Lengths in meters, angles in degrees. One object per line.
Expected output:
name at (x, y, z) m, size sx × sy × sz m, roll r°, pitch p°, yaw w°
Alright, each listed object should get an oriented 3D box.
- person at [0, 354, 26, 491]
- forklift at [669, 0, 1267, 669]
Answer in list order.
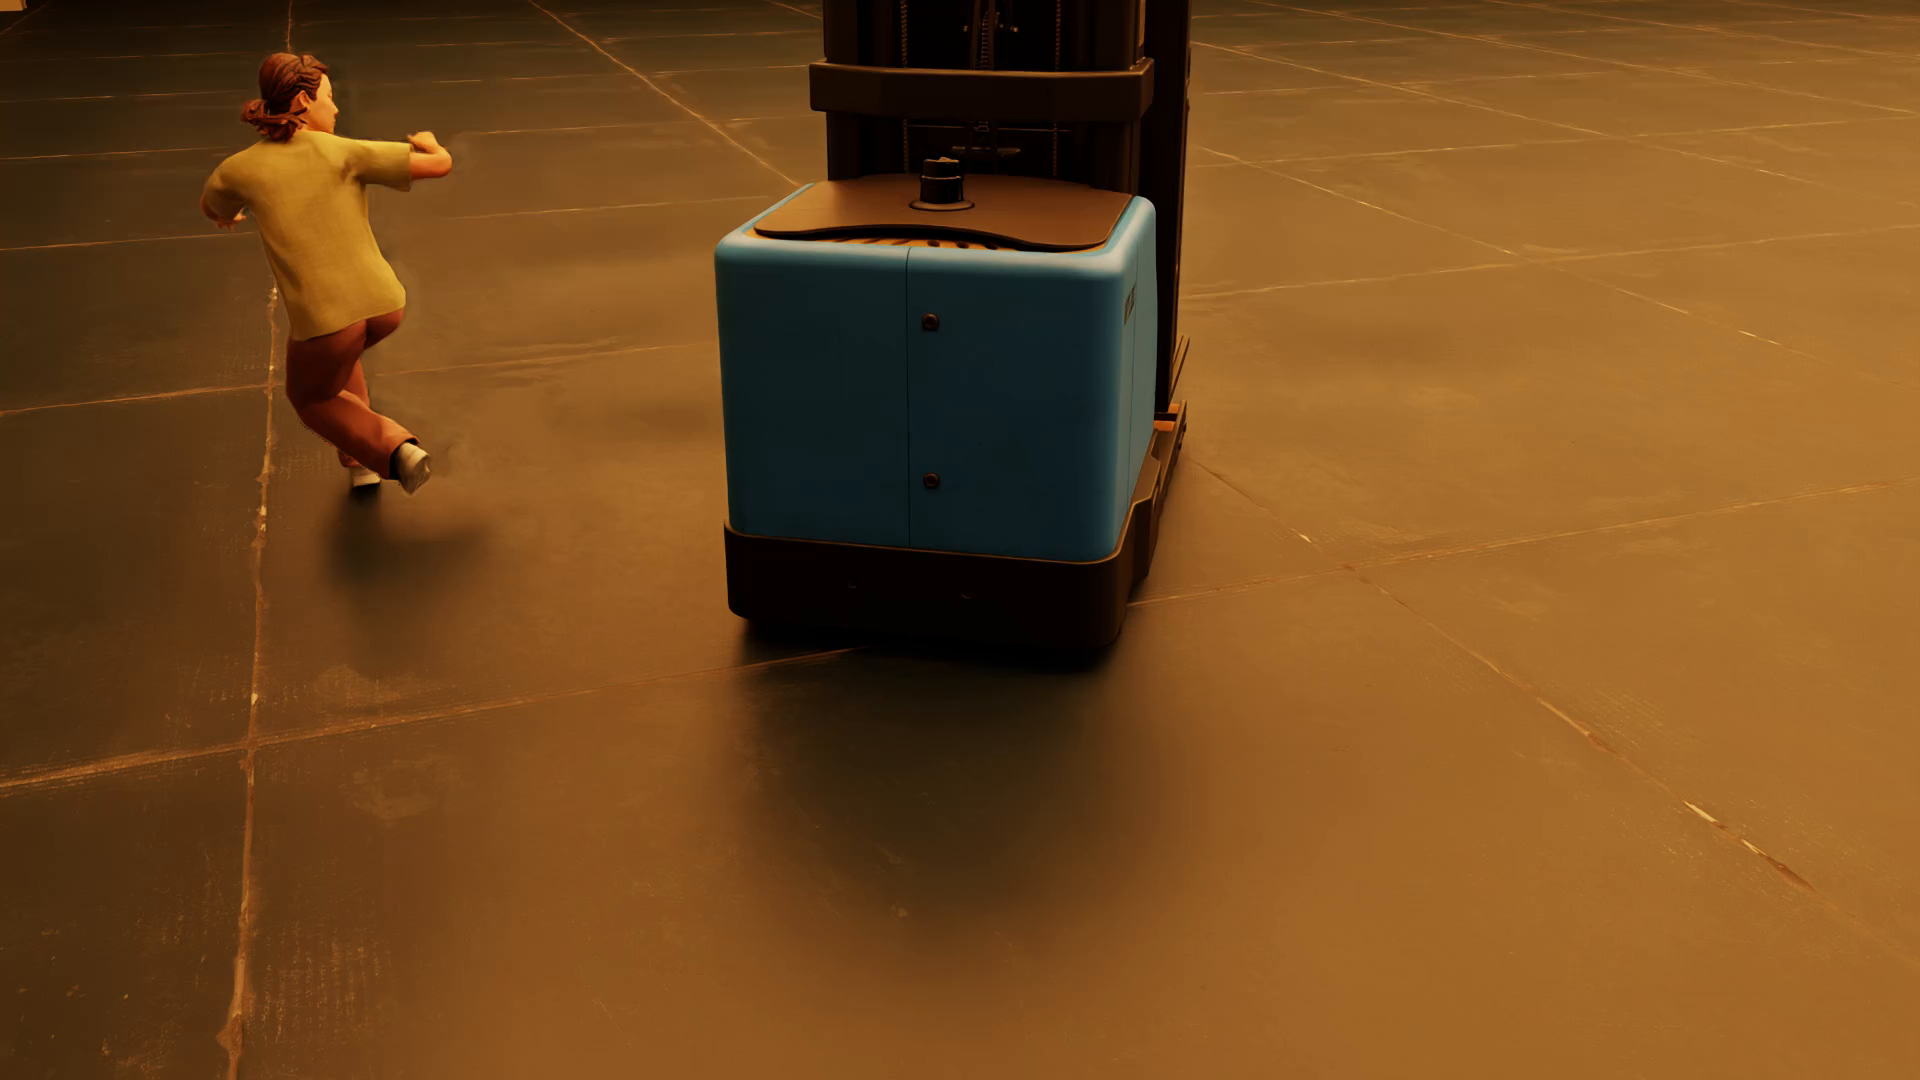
person at (-3.217, -0.859, 4.926) m, size 0.665 × 1.596 × 0.368 m, roll -3°, pitch 23°, yaw -6°
forklift at (-0.260, -1.570, 5.032) m, size 1.130 × 2.935 × 3.031 m, roll -9°, pitch 25°, yaw -21°
